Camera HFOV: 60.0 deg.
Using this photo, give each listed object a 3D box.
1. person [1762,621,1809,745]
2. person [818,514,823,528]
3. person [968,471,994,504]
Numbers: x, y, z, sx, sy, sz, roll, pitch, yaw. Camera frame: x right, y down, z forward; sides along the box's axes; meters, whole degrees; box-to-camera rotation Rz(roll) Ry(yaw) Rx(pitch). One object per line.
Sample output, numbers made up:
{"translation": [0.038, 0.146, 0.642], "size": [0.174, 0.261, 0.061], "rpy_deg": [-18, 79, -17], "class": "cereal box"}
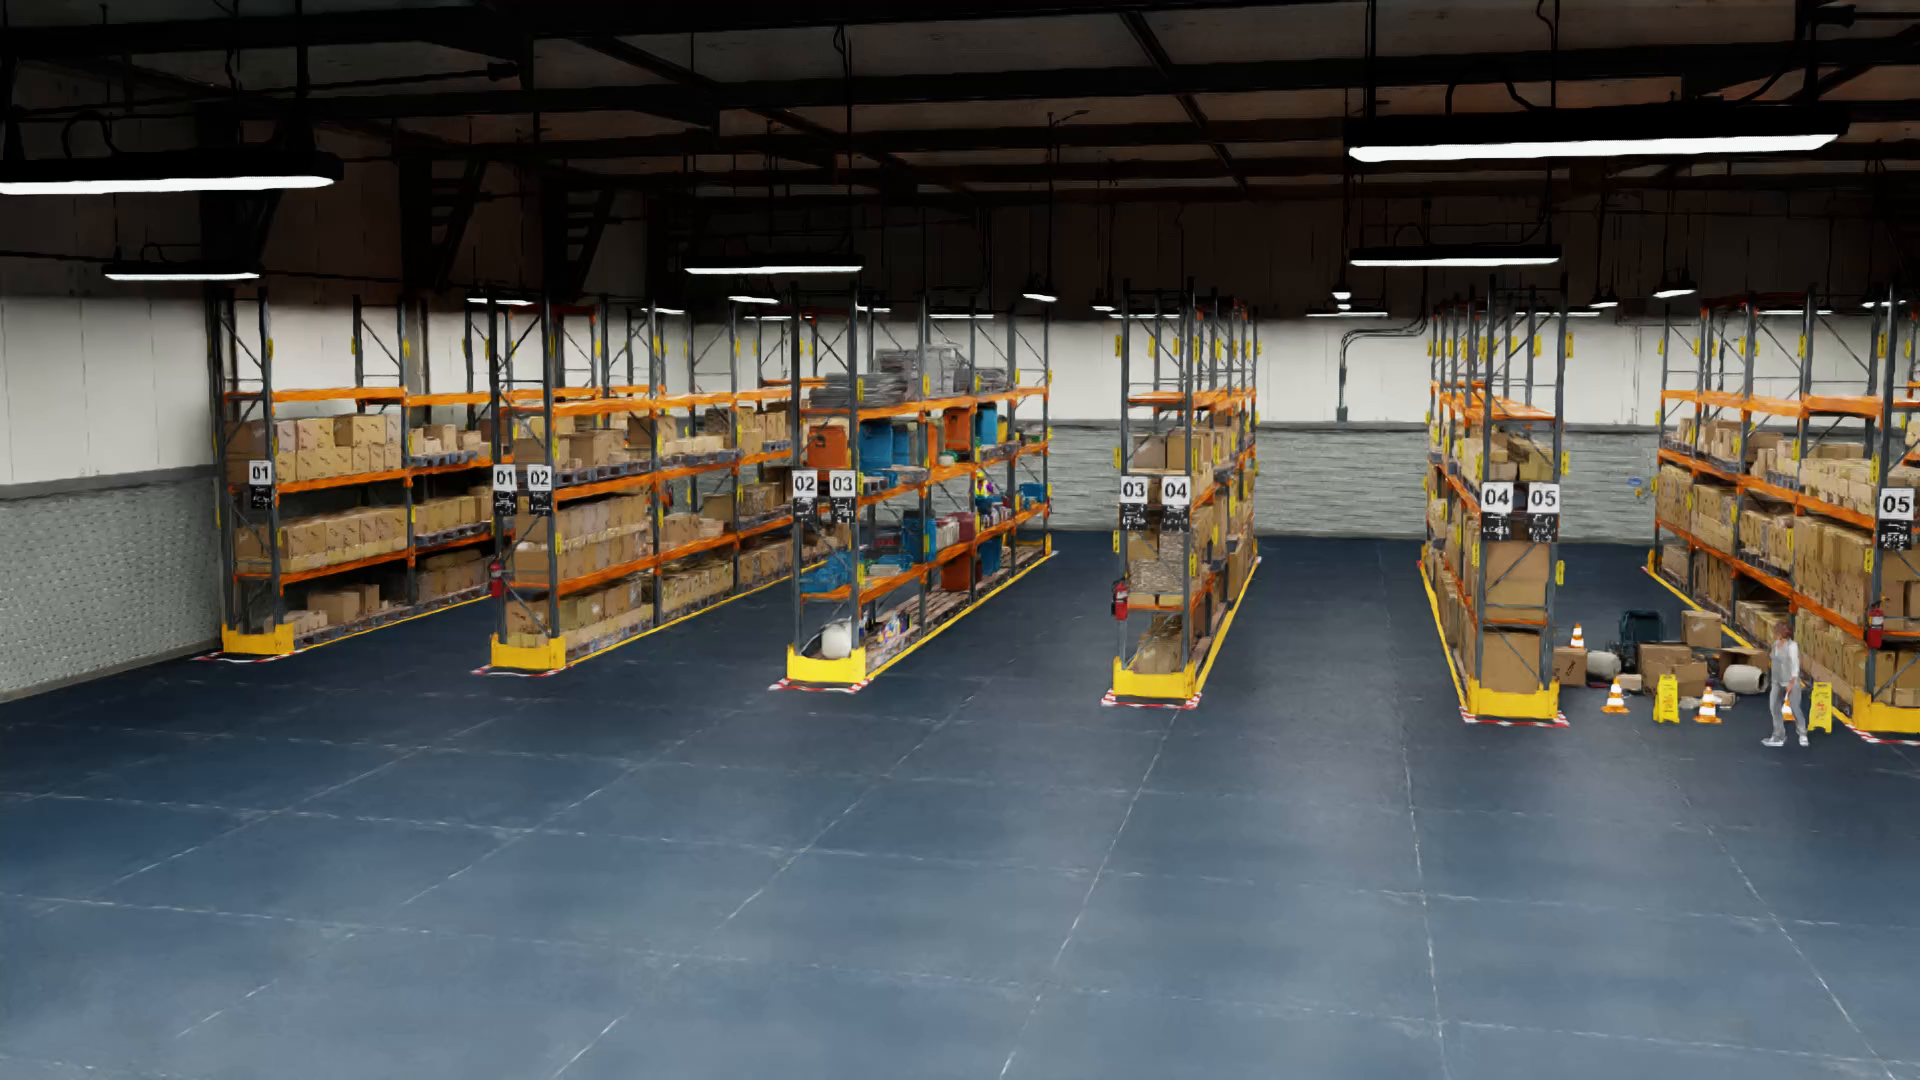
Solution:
{"translation": [10.478, 1.811, 21.019], "size": [0.555, 1.581, 0.460], "rpy_deg": [-2, 7, -18], "class": "person"}
{"translation": [-3.962, -1.090, 45.542], "size": [0.598, 1.698, 1.171], "rpy_deg": [2, 7, 16], "class": "person"}
{"translation": [0.561, -1.017, 45.074], "size": [0.719, 1.713, 0.578], "rpy_deg": [1, 7, 12], "class": "person"}
